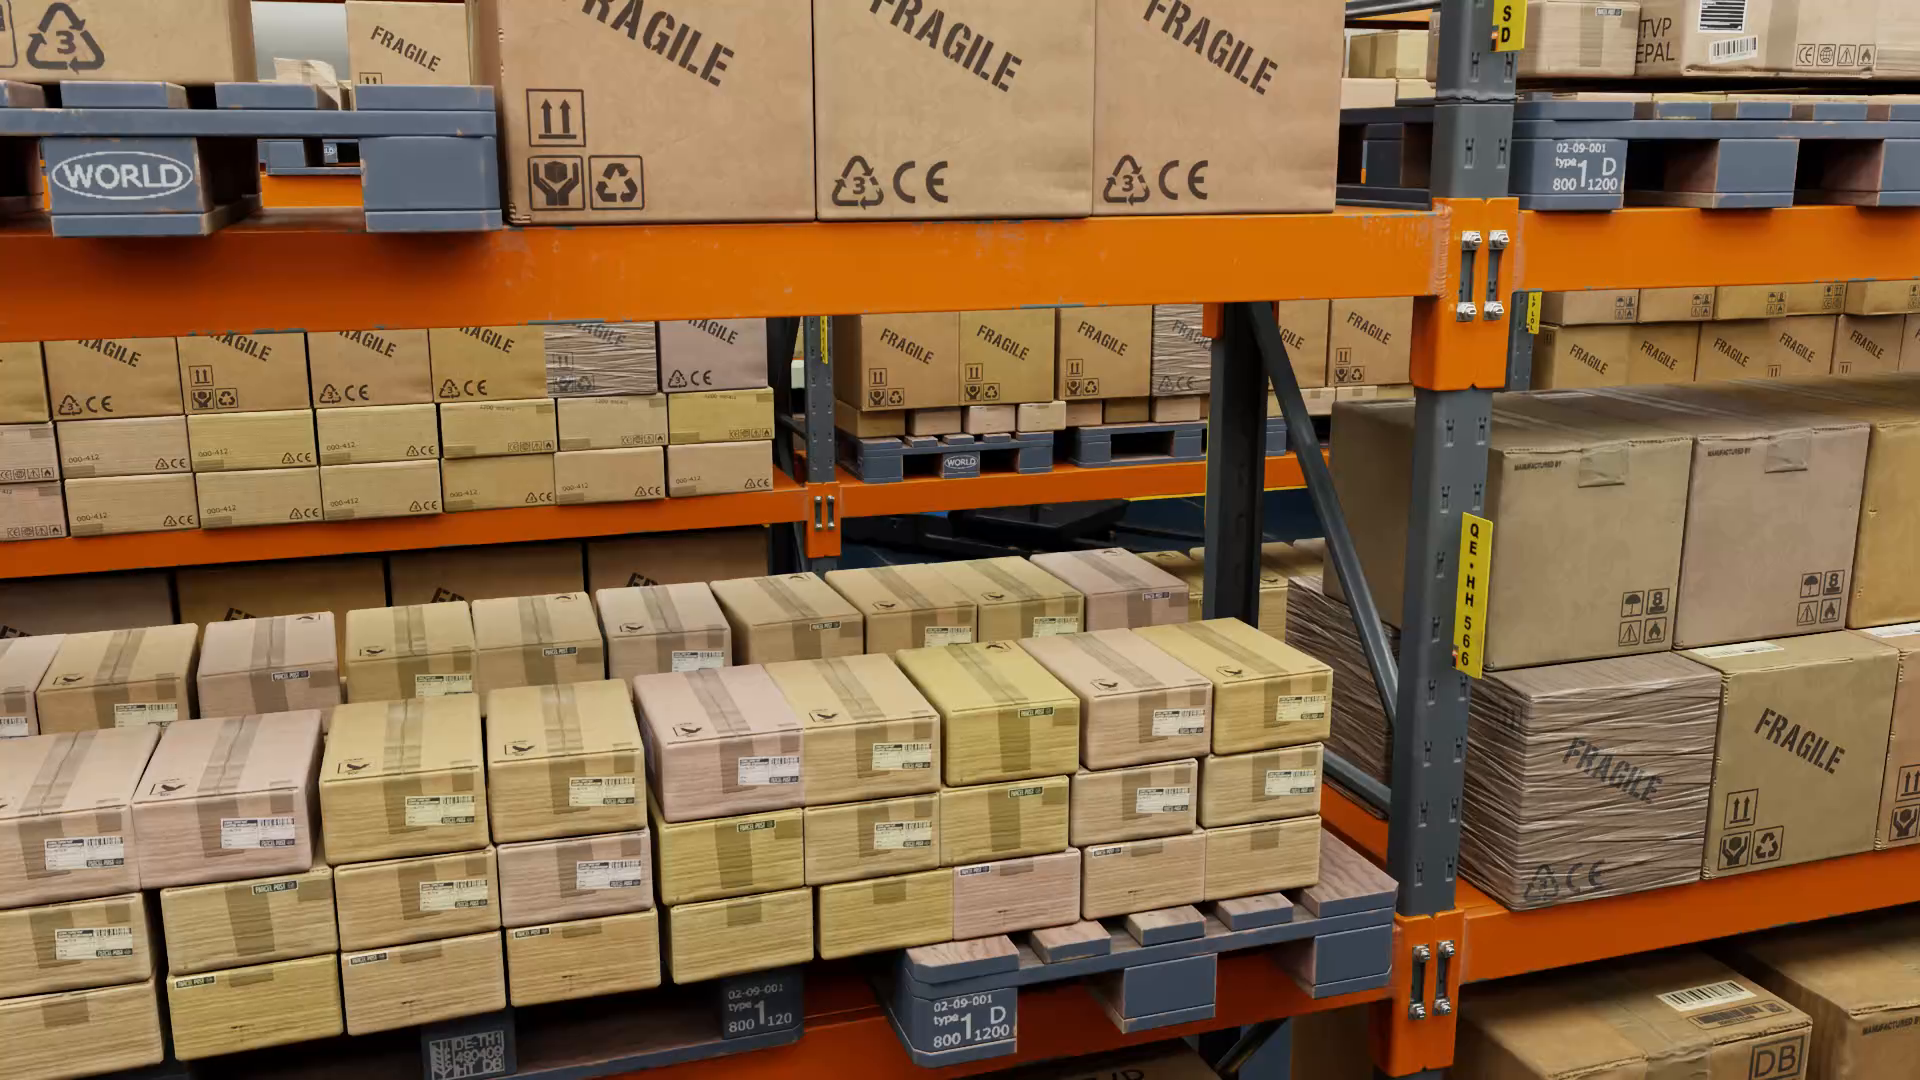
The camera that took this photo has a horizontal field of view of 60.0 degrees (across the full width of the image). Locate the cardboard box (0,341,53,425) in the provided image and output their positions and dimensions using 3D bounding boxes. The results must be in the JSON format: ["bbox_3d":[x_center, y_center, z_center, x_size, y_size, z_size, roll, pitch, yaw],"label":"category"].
[{"bbox_3d":[-4.108,-0.768,7.015,0.500,0.500,0.500,-4,14,-17],"label":"cardboard box"}]

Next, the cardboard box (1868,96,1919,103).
[{"bbox_3d":[5.391,-2.508,9.902,0.500,0.250,0.500,-4,14,-16],"label":"cardboard box"}]

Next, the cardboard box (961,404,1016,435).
[{"bbox_3d":[0.095,-0.648,8.521,0.250,0.149,0.380,-5,14,-22],"label":"cardboard box"}]

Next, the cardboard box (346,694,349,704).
[{"bbox_3d":[-1.147,0.400,3.472,0.250,0.149,0.380,-4,14,-16],"label":"cardboard box"}]

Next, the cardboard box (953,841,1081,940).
[{"bbox_3d":[0.049,0.611,3.227,0.250,0.149,0.380,-4,14,-17],"label":"cardboard box"}]

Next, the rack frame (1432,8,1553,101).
[{"bbox_3d":[2.966,-3.773,9.059,0.127,3.000,1.000,-4,14,-18],"label":"rack frame"}]

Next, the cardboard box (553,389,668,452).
[{"bbox_3d":[-1.688,-0.599,7.924,0.500,0.250,0.500,-5,14,-20],"label":"cardboard box"}]

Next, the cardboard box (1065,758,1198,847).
[{"bbox_3d":[0.274,0.449,3.267,0.250,0.149,0.380,-4,14,-16],"label":"cardboard box"}]

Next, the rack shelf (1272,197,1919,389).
[{"bbox_3d":[2.745,-0.738,4.336,4.000,0.370,1.077,-4,14,-18],"label":"rack shelf"}]

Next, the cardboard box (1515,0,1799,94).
[{"bbox_3d":[1.744,-1.293,4.183,0.500,0.311,0.500,-4,14,-18],"label":"cardboard box"}]

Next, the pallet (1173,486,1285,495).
[{"bbox_3d":[2.146,-0.636,14.859,1.213,0.211,1.003,-4,14,-18],"label":"pallet"}]

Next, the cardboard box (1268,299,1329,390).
[{"bbox_3d":[1.641,-1.094,8.994,0.500,0.500,0.500,-4,14,-16],"label":"cardboard box"}]

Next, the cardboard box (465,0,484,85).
[{"bbox_3d":[-0.721,-0.929,3.367,0.500,0.500,0.500,-4,14,-18],"label":"cardboard box"}]

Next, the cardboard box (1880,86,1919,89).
[{"bbox_3d":[2.567,-1.230,3.918,0.500,0.311,0.500,-5,14,-19],"label":"cardboard box"}]

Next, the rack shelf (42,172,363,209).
[{"bbox_3d":[-2.721,-1.521,7.627,4.000,0.370,1.077,-4,14,-18],"label":"rack shelf"}]

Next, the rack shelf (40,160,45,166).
[{"bbox_3d":[-8.099,-2.314,10.962,4.000,0.370,1.077,-4,14,-18],"label":"rack shelf"}]

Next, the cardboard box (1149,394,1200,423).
[{"bbox_3d":[1.089,-0.733,8.878,0.250,0.149,0.380,-4,14,-16],"label":"cardboard box"}]

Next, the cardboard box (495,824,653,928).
[{"bbox_3d":[-0.696,0.524,2.950,0.250,0.149,0.380,-4,14,-17],"label":"cardboard box"}]

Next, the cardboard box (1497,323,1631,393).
[{"bbox_3d":[3.472,-1.019,9.586,0.500,0.500,0.500,-4,14,-18],"label":"cardboard box"}]

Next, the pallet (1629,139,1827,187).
[{"bbox_3d":[2.502,-0.991,4.252,1.213,0.211,1.003,-4,14,-15],"label":"pallet"}]

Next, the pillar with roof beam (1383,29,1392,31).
[{"bbox_3d":[5.596,-4.359,11.521,0.400,9.000,9.100,-4,14,-18],"label":"pillar with roof beam"}]

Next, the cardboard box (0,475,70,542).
[{"bbox_3d":[-4.115,-0.166,7.181,0.500,0.250,0.500,-5,14,-19],"label":"cardboard box"}]

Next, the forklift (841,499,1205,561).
[{"bbox_3d":[0.571,-1.328,11.891,3.031,2.935,1.130,9,16,33],"label":"forklift"}]

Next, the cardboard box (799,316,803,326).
[{"bbox_3d":[-1.438,-1.834,13.114,0.500,0.250,0.500,-4,14,-16],"label":"cardboard box"}]

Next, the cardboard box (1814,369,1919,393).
[{"bbox_3d":[2.727,-0.161,4.460,0.500,0.500,0.700,-5,14,-19],"label":"cardboard box"}]

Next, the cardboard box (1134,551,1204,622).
[{"bbox_3d":[1.131,0.364,9.400,0.625,0.372,0.950,-4,14,-16],"label":"cardboard box"}]

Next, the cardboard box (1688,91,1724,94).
[{"bbox_3d":[4.116,-2.588,9.377,0.250,0.149,0.380,-5,14,-18],"label":"cardboard box"}]

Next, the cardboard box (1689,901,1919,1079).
[{"bbox_3d":[2.283,1.319,4.571,0.750,0.750,1.050,-4,14,-17],"label":"cardboard box"}]

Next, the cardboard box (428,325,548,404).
[{"bbox_3d":[-2.188,-0.924,7.668,0.500,0.500,0.500,-4,14,-18],"label":"cardboard box"}]

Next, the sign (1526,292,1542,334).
[{"bbox_3d":[3.146,-1.296,9.108,0.005,0.325,0.100,-4,14,-18],"label":"sign"}]

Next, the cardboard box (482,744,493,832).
[{"bbox_3d":[-0.895,0.524,3.593,0.250,0.149,0.380,-4,14,-17],"label":"cardboard box"}]

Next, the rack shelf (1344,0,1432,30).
[{"bbox_3d":[3.275,-4.464,14.384,4.000,0.370,1.077,-4,14,-18],"label":"rack shelf"}]

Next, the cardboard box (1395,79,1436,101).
[{"bbox_3d":[2.459,-2.370,9.060,0.500,0.250,0.500,-5,14,-19],"label":"cardboard box"}]

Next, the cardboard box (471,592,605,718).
[{"bbox_3d":[-0.896,0.236,3.516,0.250,0.149,0.380,-4,14,-16],"label":"cardboard box"}]

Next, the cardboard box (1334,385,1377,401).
[{"bbox_3d":[2.078,-0.796,9.141,0.250,0.149,0.380,-5,14,-19],"label":"cardboard box"}]

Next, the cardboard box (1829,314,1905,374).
[{"bbox_3d":[5.379,-1.170,10.222,0.500,0.500,0.500,-5,14,-18],"label":"cardboard box"}]

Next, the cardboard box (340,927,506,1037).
[{"bbox_3d":[-0.946,0.688,2.902,0.250,0.149,0.380,-5,14,-21],"label":"cardboard box"}]

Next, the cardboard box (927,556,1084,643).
[{"bbox_3d":[0.096,0.159,3.840,0.250,0.149,0.380,-5,14,-20],"label":"cardboard box"}]

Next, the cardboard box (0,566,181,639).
[{"bbox_3d":[-4.054,0.502,7.734,0.875,0.875,0.875,-4,14,-16],"label":"cardboard box"}]

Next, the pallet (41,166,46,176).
[{"bbox_3d":[-3.763,-1.709,7.276,1.217,0.209,0.805,-5,14,-20],"label":"pallet"}]

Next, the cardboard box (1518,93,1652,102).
[{"bbox_3d":[3.470,-2.358,9.273,0.500,0.250,0.500,-5,14,-19],"label":"cardboard box"}]

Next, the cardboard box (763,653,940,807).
[{"bbox_3d":[-0.208,0.342,3.072,0.250,0.149,0.380,-4,14,-16],"label":"cardboard box"}]

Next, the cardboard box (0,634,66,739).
[{"bbox_3d":[-1.875,0.312,3.198,0.250,0.149,0.380,-5,14,-18],"label":"cardboard box"}]

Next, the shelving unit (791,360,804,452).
[{"bbox_3d":[-1.242,-0.814,12.822,0.755,1.500,0.431,-4,14,-16],"label":"shelving unit"}]

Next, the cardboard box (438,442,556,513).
[{"bbox_3d":[-2.183,-0.317,7.818,0.500,0.250,0.500,-5,14,-19],"label":"cardboard box"}]

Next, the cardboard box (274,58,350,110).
[{"bbox_3d":[-2.773,-1.920,7.135,0.258,0.266,0.396,-3,14,-13],"label":"cardboard box"}]

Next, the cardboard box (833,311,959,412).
[{"bbox_3d":[-0.325,-0.939,8.343,0.500,0.500,0.500,-5,14,-20],"label":"cardboard box"}]

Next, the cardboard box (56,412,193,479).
[{"bbox_3d":[-3.624,-0.450,7.294,0.500,0.250,0.500,-4,14,-17],"label":"cardboard box"}]

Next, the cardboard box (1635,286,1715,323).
[{"bbox_3d":[3.943,-1.552,9.666,0.500,0.500,0.700,-4,14,-18],"label":"cardboard box"}]

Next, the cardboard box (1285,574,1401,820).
[{"bbox_3d":[1.191,0.378,4.355,0.500,0.500,0.500,-4,14,-18],"label":"cardboard box"}]

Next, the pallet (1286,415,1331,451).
[{"bbox_3d":[2.195,-0.737,9.672,1.213,0.211,1.003,-4,14,-18],"label":"pallet"}]

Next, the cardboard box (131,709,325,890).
[{"bbox_3d":[-1.197,0.419,2.750,0.250,0.149,0.380,-4,14,-16],"label":"cardboard box"}]
